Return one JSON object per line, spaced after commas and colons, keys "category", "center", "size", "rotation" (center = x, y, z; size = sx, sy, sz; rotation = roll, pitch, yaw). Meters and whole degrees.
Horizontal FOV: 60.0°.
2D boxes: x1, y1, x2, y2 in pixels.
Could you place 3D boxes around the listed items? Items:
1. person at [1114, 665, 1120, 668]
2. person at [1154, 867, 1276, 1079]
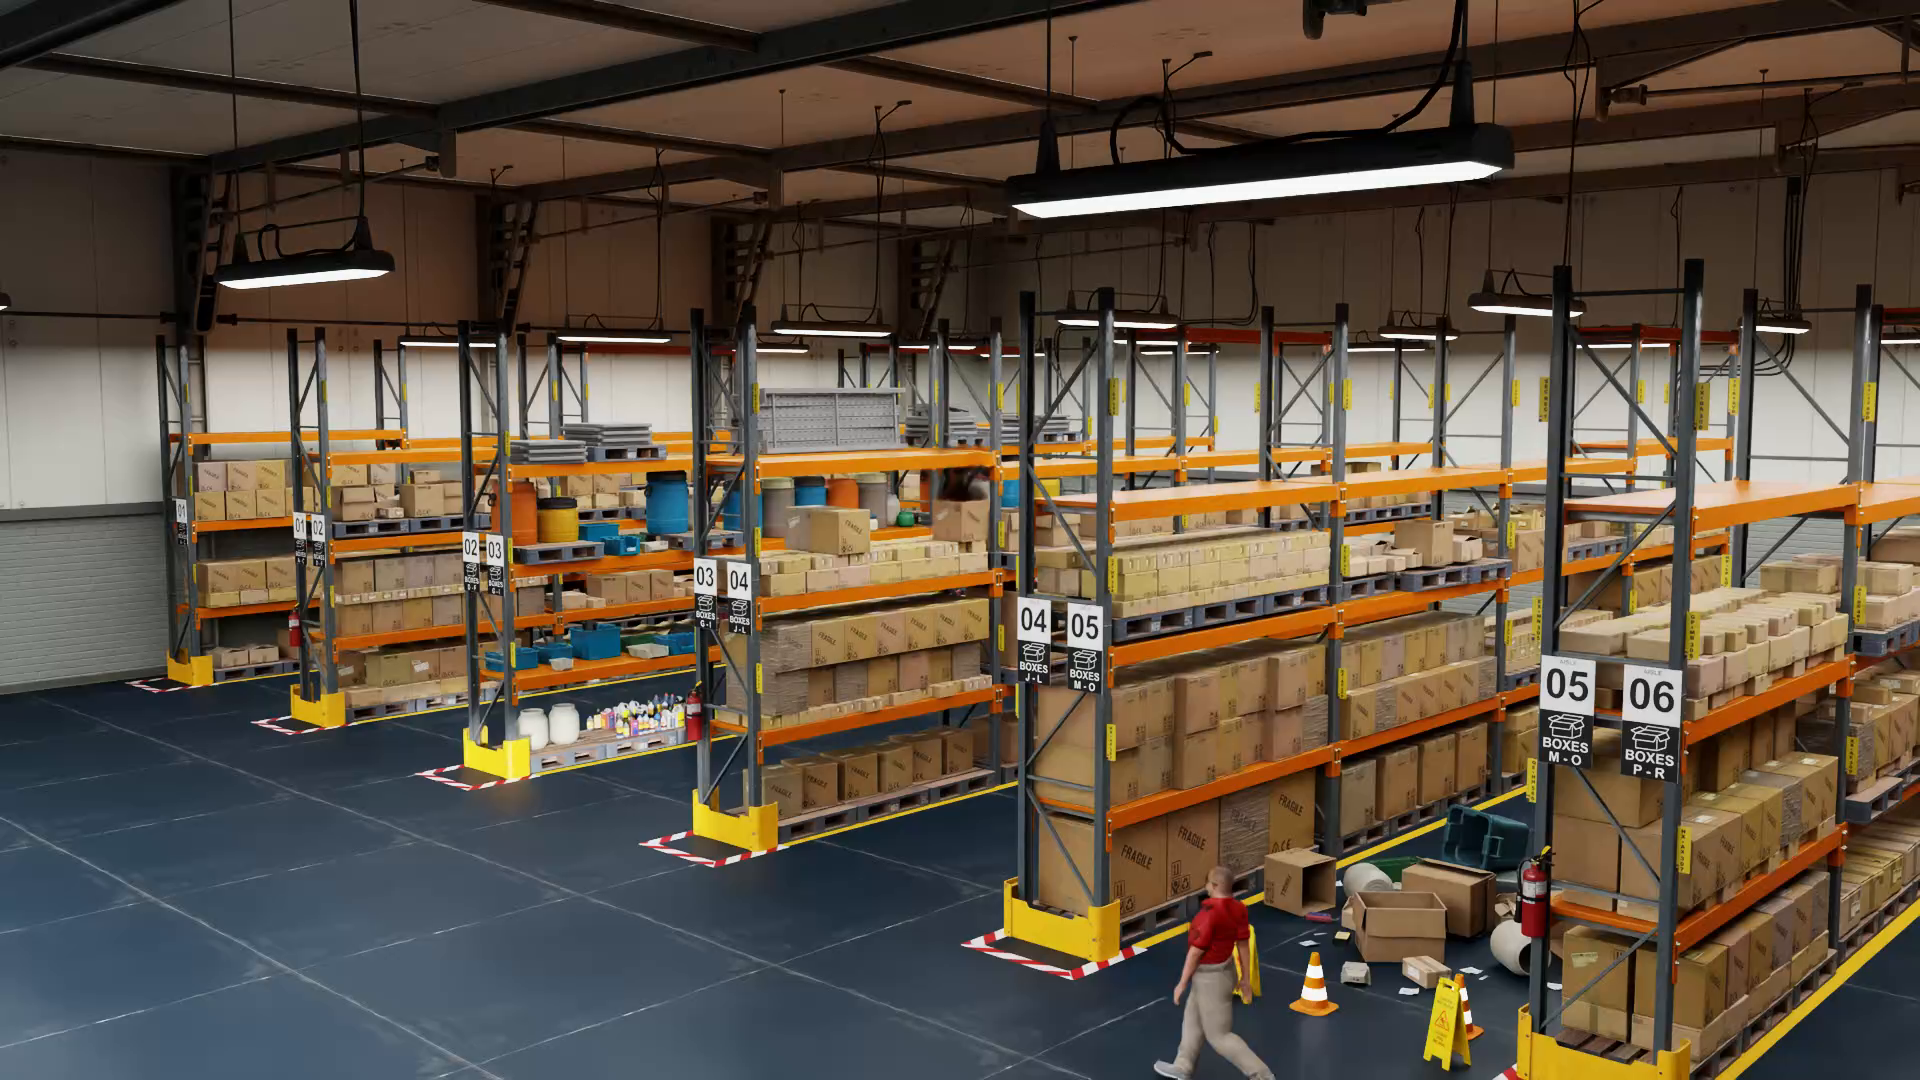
{"category": "person", "center": [1.954, 2.250, 21.569], "size": [0.390, 1.788, 0.600], "rotation": [5, 7, 40]}
{"category": "person", "center": [1.845, 3.196, 12.042], "size": [1.001, 1.684, 0.510], "rotation": [2, 6, 22]}
